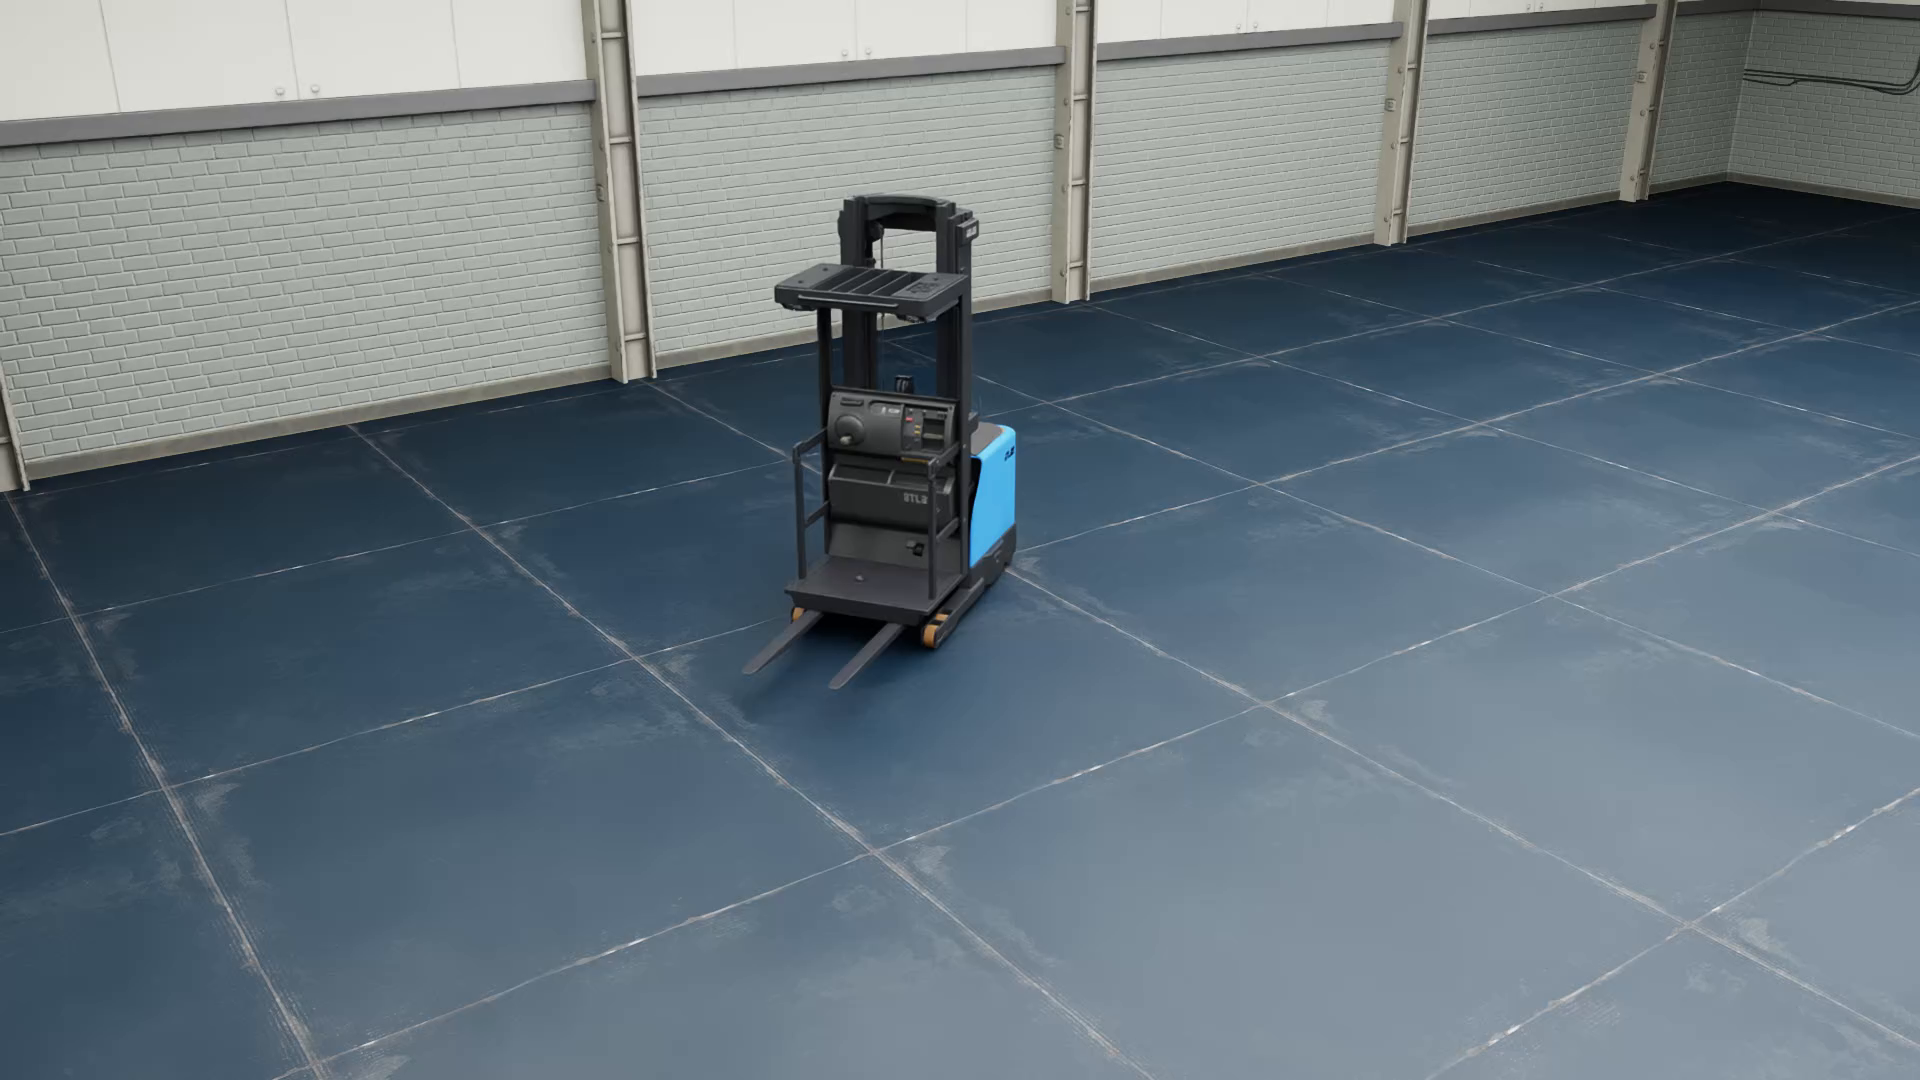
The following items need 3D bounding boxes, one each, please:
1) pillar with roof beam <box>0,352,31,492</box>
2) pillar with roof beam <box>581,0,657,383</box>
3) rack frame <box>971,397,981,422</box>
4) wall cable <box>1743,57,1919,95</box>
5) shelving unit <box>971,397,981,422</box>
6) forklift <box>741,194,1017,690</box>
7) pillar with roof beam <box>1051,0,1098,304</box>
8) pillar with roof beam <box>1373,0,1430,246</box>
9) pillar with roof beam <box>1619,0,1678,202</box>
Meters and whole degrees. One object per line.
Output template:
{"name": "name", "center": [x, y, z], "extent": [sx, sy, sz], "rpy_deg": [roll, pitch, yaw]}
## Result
{"name": "pillar with roof beam", "center": [-5.837, -3.326, 9.589], "extent": [0.400, 9.000, 9.100], "rpy_deg": [-15, 26, -33]}
{"name": "pillar with roof beam", "center": [-0.967, -4.624, 12.843], "extent": [0.400, 9.000, 9.100], "rpy_deg": [-15, 26, -33]}
{"name": "rack frame", "center": [0.086, -0.583, 13.238], "extent": [0.006, 1.200, 0.240], "rpy_deg": [-16, 27, -34]}
{"name": "wall cable", "center": [14.294, -8.613, 27.029], "extent": [0.112, 2.526, 3.097], "rpy_deg": [-15, 26, -33]}
{"name": "shelving unit", "center": [0.013, -0.563, 13.186], "extent": [0.189, 1.200, 0.258], "rpy_deg": [-16, 27, -34]}
{"name": "forklift", "center": [-0.556, -0.783, 11.405], "extent": [1.130, 2.935, 3.031], "rpy_deg": [8, 23, 19]}
{"name": "pillar with roof beam", "center": [3.904, -5.923, 16.098], "extent": [0.400, 9.000, 9.100], "rpy_deg": [-15, 26, -33]}
{"name": "pillar with roof beam", "center": [8.774, -7.222, 19.352], "extent": [0.400, 9.000, 9.100], "rpy_deg": [-15, 26, -33]}
{"name": "pillar with roof beam", "center": [13.645, -8.520, 22.607], "extent": [0.400, 9.000, 9.100], "rpy_deg": [-15, 26, -33]}
